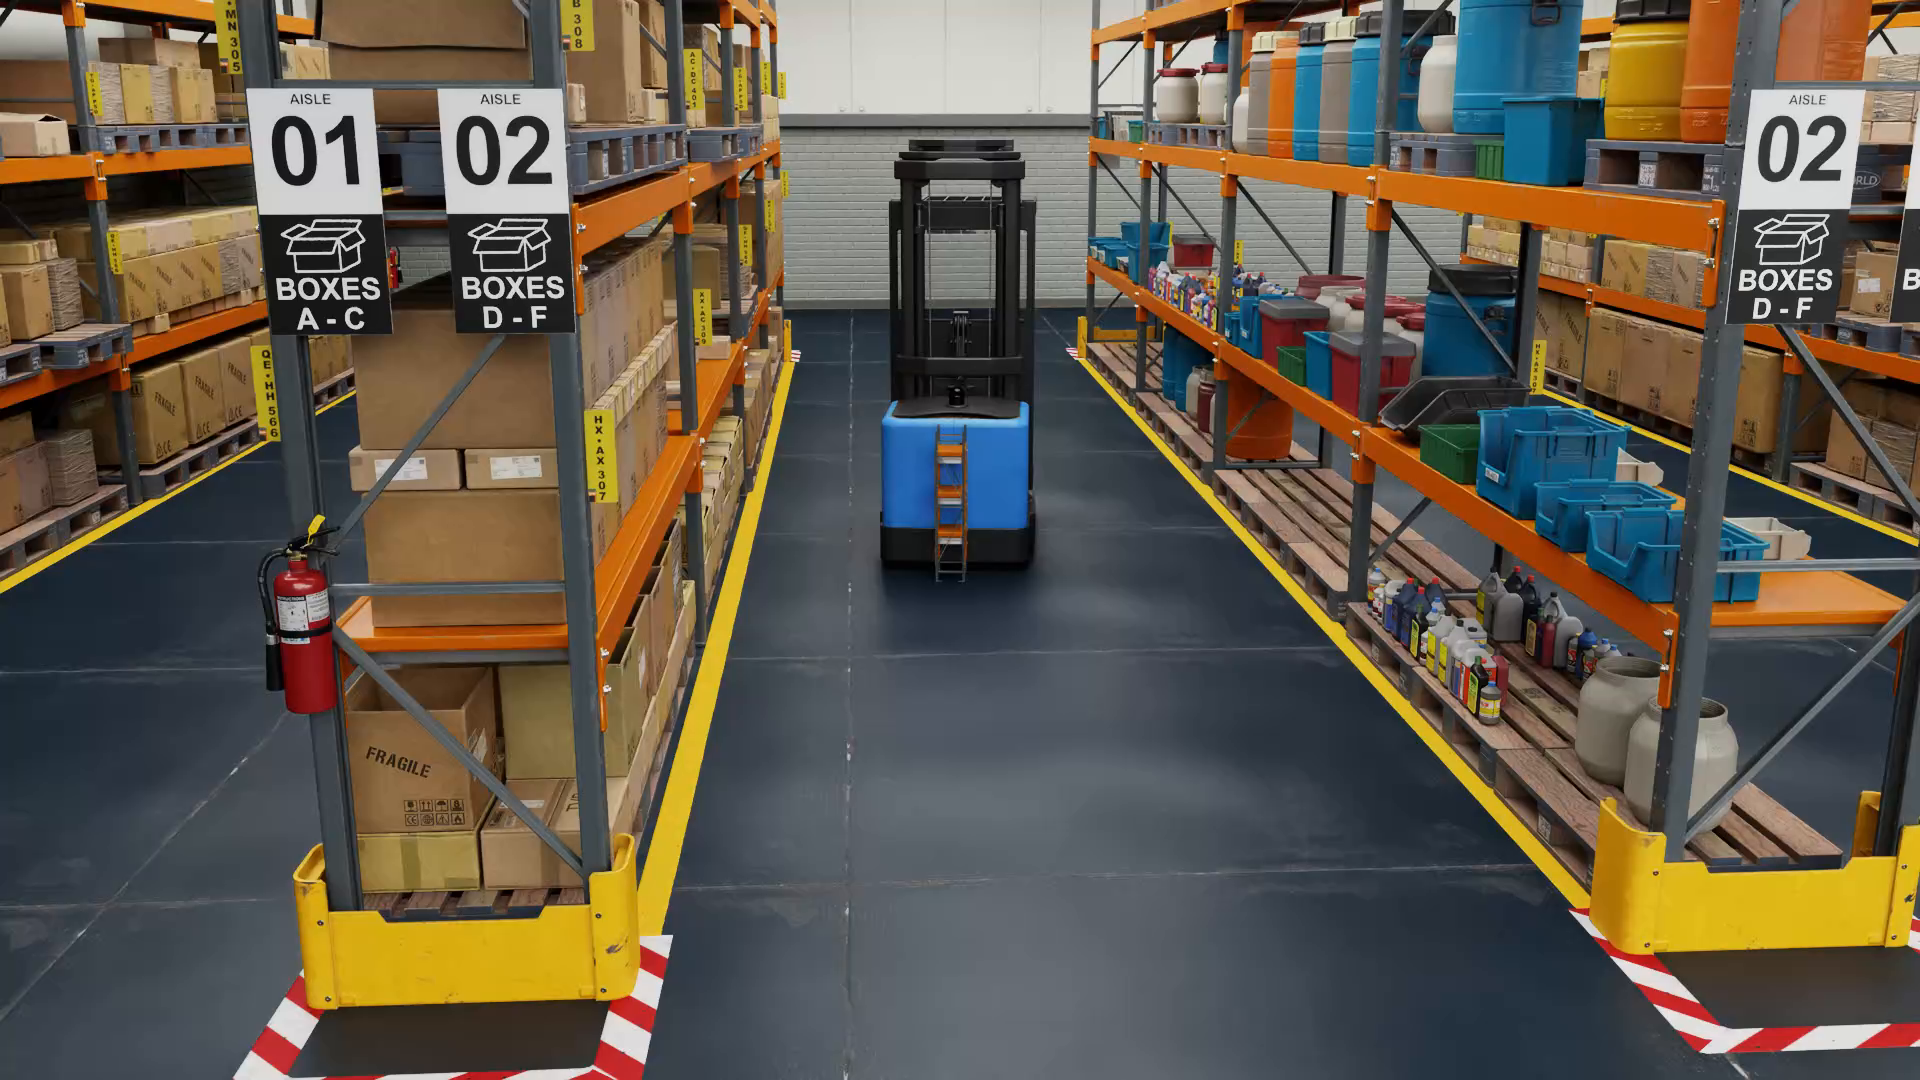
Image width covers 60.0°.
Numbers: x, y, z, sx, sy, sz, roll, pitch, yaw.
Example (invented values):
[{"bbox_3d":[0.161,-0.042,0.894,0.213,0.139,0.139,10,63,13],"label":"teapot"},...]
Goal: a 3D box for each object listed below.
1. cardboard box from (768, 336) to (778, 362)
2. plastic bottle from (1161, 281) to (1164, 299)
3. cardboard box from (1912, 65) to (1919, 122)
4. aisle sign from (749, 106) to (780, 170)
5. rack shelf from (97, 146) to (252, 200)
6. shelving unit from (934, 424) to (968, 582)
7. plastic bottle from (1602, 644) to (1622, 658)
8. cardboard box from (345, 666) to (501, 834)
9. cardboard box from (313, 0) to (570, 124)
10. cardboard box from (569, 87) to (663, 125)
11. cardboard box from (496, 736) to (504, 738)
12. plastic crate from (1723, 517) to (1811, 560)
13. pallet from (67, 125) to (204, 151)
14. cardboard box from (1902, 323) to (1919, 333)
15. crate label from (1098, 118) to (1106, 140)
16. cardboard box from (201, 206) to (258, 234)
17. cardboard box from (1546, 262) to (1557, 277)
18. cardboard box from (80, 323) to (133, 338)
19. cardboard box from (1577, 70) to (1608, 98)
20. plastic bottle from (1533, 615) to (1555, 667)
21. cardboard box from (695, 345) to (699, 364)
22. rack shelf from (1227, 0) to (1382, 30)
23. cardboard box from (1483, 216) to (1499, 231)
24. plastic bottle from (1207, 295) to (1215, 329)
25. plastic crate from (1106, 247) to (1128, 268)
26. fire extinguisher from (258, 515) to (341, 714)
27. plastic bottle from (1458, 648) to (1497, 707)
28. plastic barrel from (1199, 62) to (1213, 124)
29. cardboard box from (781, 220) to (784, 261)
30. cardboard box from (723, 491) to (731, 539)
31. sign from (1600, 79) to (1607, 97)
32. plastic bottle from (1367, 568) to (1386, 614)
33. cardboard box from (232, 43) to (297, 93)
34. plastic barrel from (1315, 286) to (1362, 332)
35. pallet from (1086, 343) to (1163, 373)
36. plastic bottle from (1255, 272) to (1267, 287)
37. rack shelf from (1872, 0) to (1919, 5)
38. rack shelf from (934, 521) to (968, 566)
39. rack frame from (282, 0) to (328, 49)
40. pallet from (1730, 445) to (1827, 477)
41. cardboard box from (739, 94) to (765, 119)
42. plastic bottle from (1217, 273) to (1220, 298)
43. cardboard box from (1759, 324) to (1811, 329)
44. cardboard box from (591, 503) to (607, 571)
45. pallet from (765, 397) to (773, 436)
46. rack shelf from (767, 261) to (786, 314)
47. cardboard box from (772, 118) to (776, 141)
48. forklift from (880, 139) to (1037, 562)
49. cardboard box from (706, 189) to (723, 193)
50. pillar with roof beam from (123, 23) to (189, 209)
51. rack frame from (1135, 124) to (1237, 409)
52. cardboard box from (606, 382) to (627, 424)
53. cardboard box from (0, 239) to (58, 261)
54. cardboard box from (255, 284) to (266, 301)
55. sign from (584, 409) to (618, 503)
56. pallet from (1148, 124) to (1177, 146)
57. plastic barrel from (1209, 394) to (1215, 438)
[{"bbox_3d":[-2.474,-2.316,20.143,0.500,0.250,0.500,-1,14,-3],"label":"cardboard box"},{"bbox_3d":[2.066,-2.522,16.706,0.097,0.201,0.097,0,14,0],"label":"plastic bottle"},{"bbox_3d":[7.439,-3.336,12.250,0.500,0.500,0.500,-1,14,-5],"label":"cardboard box"},{"bbox_3d":[-2.481,-5.083,21.047,0.394,0.787,0.004,-1,14,-3],"label":"aisle sign"},{"bbox_3d":[-7.355,-3.337,14.902,1.077,0.370,4.000,-1,14,-3],"label":"rack shelf"},{"bbox_3d":[-0.061,-0.253,11.402,0.215,1.050,0.252,1,14,3],"label":"shelving unit"},{"bbox_3d":[3.330,0.668,8.502,0.097,0.271,0.097,0,14,0],"label":"plastic bottle"},{"bbox_3d":[-2.121,0.813,6.518,0.500,0.500,0.500,-1,14,-3],"label":"cardboard box"},{"bbox_3d":[-1.823,-1.740,5.920,0.797,0.503,0.637,0,14,0],"label":"cardboard box"},{"bbox_3d":[-2.068,-2.555,9.876,0.500,0.250,0.500,1,14,2],"label":"cardboard box"},{"bbox_3d":[-2.195,0.927,7.577,0.500,0.250,0.500,-1,14,-3],"label":"cardboard box"},{"bbox_3d":[3.419,0.001,7.031,0.298,0.136,0.250,-1,14,-3],"label":"plastic crate"},{"bbox_3d":[-7.396,-3.534,14.602,1.003,0.211,1.213,0,14,-1],"label":"pallet"},{"bbox_3d":[7.475,-1.675,12.477,0.500,0.250,0.500,-1,14,-5],"label":"cardboard box"},{"bbox_3d":[1.896,-5.024,20.313,0.408,0.251,0.502,-1,14,-3],"label":"crate label"},{"bbox_3d":[-7.194,-3.184,16.537,0.500,0.250,0.500,-1,14,-2],"label":"cardboard box"},{"bbox_3d":[6.959,-3.101,19.062,0.380,0.149,0.250,-1,14,-2],"label":"cardboard box"},{"bbox_3d":[-7.020,-1.709,13.613,0.380,0.149,0.250,-1,14,-4],"label":"cardboard box"},{"bbox_3d":[7.244,-4.907,18.312,0.700,0.500,0.500,-2,15,-7],"label":"cardboard box"},{"bbox_3d":[3.164,0.535,8.997,0.061,0.283,0.133,-1,14,-3],"label":"plastic bottle"},{"bbox_3d":[-2.152,-1.375,12.355,0.380,0.149,0.250,0,14,1],"label":"cardboard box"},{"bbox_3d":[2.781,-3.755,11.306,1.077,0.370,4.000,-1,14,-3],"label":"rack shelf"},{"bbox_3d":[6.896,-4.141,20.802,0.500,0.500,0.500,-1,14,-5],"label":"cardboard box"},{"bbox_3d":[2.192,-1.984,14.450,0.061,0.283,0.133,-1,14,-3],"label":"plastic bottle"},{"bbox_3d":[1.948,-3.358,19.772,0.416,0.233,0.300,-1,14,-3],"label":"plastic crate"},{"bbox_3d":[-2.247,0.251,5.688,0.296,0.674,0.183,-1,14,-3],"label":"fire extinguisher"},{"bbox_3d":[2.613,0.694,8.393,0.152,0.276,0.135,-1,14,-3],"label":"plastic bottle"},{"bbox_3d":[2.669,-4.407,16.394,0.600,0.588,0.600,0,14,0],"label":"plastic barrel"},{"bbox_3d":[-2.483,-3.744,20.857,0.500,0.500,0.500,0,14,-2],"label":"cardboard box"},{"bbox_3d":[-1.912,-0.177,11.868,0.500,0.250,0.500,-1,14,-2],"label":"cardboard box"},{"bbox_3d":[6.799,-4.692,17.528,0.100,0.325,0.005,-1,14,-3],"label":"sign"},{"bbox_3d":[2.487,0.300,9.931,0.097,0.271,0.097,0,14,0],"label":"plastic bottle"},{"bbox_3d":[-7.243,-4.907,17.312,0.500,0.500,0.500,-1,14,-4],"label":"cardboard box"},{"bbox_3d":[2.934,-1.690,12.852,0.421,0.512,0.421,0,14,0],"label":"plastic barrel"},{"bbox_3d":[2.174,-2.322,21.128,1.003,0.211,1.213,-1,14,-3],"label":"pallet"},{"bbox_3d":[2.861,-2.362,15.786,0.144,0.351,0.185,-1,14,-3],"label":"plastic bottle"},{"bbox_3d":[7.725,-3.831,11.603,1.077,0.370,4.000,-1,14,-3],"label":"rack shelf"},{"bbox_3d":[-0.061,0.027,11.473,0.215,0.259,0.240,1,14,3],"label":"rack shelf"},{"bbox_3d":[-7.726,-6.631,20.238,1.000,3.000,0.127,-1,14,-3],"label":"rack frame"},{"bbox_3d":[7.627,-0.812,15.258,1.003,0.211,1.213,-1,14,-3],"label":"pallet"},{"bbox_3d":[-2.317,-4.555,17.487,0.500,0.250,0.500,-1,14,-3],"label":"cardboard box"},{"bbox_3d":[2.661,-2.588,16.663,0.144,0.351,0.185,-1,14,-3],"label":"plastic bottle"},{"bbox_3d":[7.323,-2.132,14.594,0.500,0.500,0.500,0,14,-2],"label":"cardboard box"},{"bbox_3d":[-1.845,-0.119,6.767,0.700,0.500,0.500,-1,14,-2],"label":"cardboard box"},{"bbox_3d":[-2.447,-1.256,16.983,1.003,0.211,1.213,-1,14,-3],"label":"pallet"},{"bbox_3d":[-2.659,-2.957,19.443,1.077,0.370,4.000,-1,14,-3],"label":"rack shelf"},{"bbox_3d":[-2.423,-4.810,19.484,0.500,0.250,0.500,-1,14,-3],"label":"cardboard box"},{"bbox_3d":[0.030,-1.574,12.763,1.130,2.935,3.031,1,14,3],"label":"forklift"},{"bbox_3d":[-2.859,-3.590,18.251,0.500,0.500,0.500,-1,14,-5],"label":"cardboard box"},{"bbox_3d":[-4.089,-5.863,17.254,9.100,9.000,0.400,-1,14,-3],"label":"pillar with roof beam"},{"bbox_3d":[2.409,-2.883,17.713,1.000,3.000,0.127,-1,14,-3],"label":"rack frame"},{"bbox_3d":[-1.682,-0.607,7.364,0.380,0.149,0.250,-1,14,-4],"label":"cardboard box"},{"bbox_3d":[-7.179,-2.226,12.773,0.380,0.149,0.250,-3,15,-11],"label":"cardboard box"},{"bbox_3d":[-7.136,-2.476,16.595,0.380,0.149,0.250,-1,14,-2],"label":"cardboard box"},{"bbox_3d":[-1.237,-0.288,5.730,0.100,0.325,0.005,-1,14,-3],"label":"sign"},{"bbox_3d":[2.555,-4.051,16.611,1.213,0.211,1.003,-1,14,-3],"label":"pallet"},{"bbox_3d":[2.486,-1.148,15.117,0.421,0.512,0.421,0,14,0],"label":"plastic barrel"}]
